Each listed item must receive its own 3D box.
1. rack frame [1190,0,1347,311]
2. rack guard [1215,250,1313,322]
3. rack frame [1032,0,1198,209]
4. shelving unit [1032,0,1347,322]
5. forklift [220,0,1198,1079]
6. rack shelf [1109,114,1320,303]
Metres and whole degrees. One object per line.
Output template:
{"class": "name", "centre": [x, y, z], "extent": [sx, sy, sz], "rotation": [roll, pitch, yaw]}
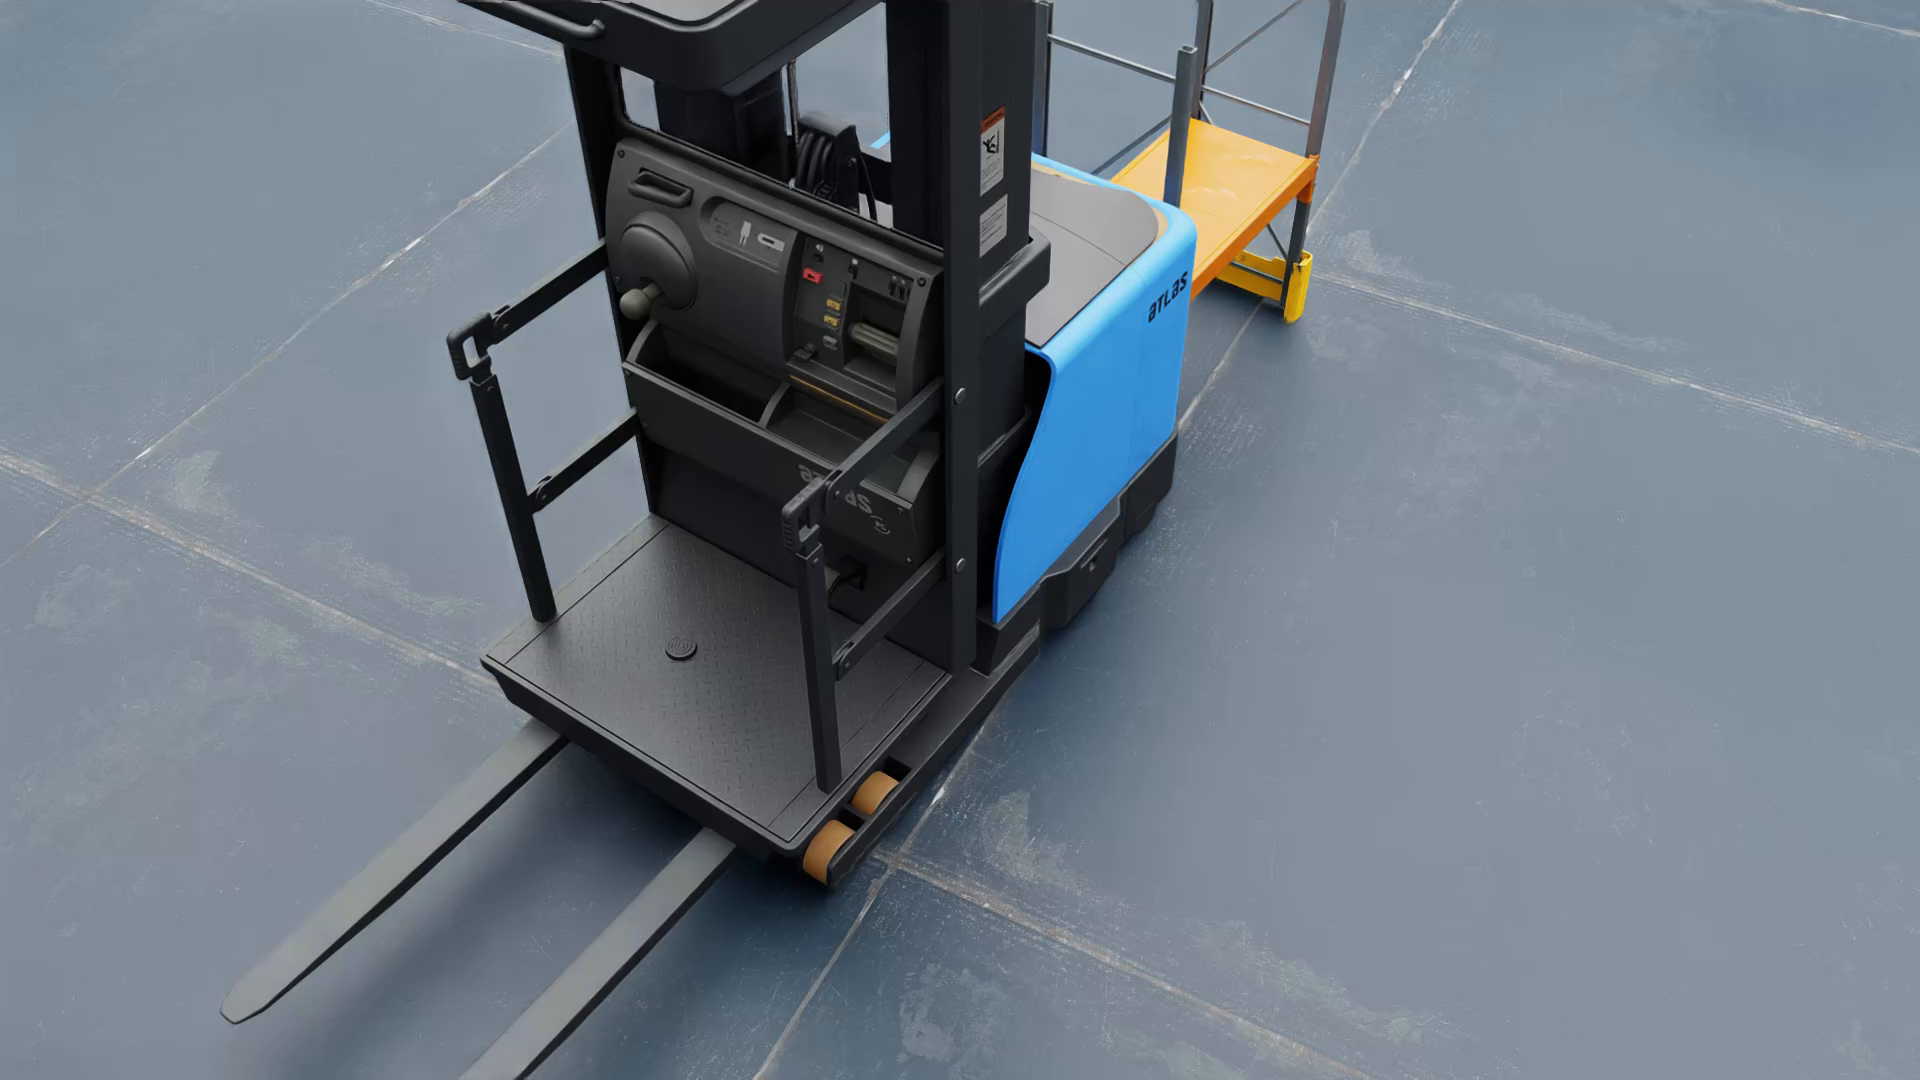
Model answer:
{"class": "rack frame", "centre": [1.006, -1.469, 5.647], "extent": [0.500, 1.500, 0.032], "rotation": [27, 51, 24]}
{"class": "rack guard", "centre": [0.995, -1.018, 6.081], "extent": [0.587, 0.250, 0.087], "rotation": [27, 51, 24]}
{"class": "rack frame", "centre": [0.421, -0.877, 5.062], "extent": [0.500, 1.500, 0.032], "rotation": [27, 51, 24]}
{"class": "shelving unit", "centre": [0.708, -1.168, 5.349], "extent": [0.587, 1.500, 1.083], "rotation": [27, 51, 24]}
{"class": "forklift", "centre": [-0.577, -0.525, 3.708], "extent": [1.130, 2.935, 3.031], "rotation": [27, 51, 24]}
{"class": "rack shelf", "centre": [0.714, -1.046, 5.483], "extent": [0.538, 0.185, 1.000], "rotation": [27, 51, 24]}
